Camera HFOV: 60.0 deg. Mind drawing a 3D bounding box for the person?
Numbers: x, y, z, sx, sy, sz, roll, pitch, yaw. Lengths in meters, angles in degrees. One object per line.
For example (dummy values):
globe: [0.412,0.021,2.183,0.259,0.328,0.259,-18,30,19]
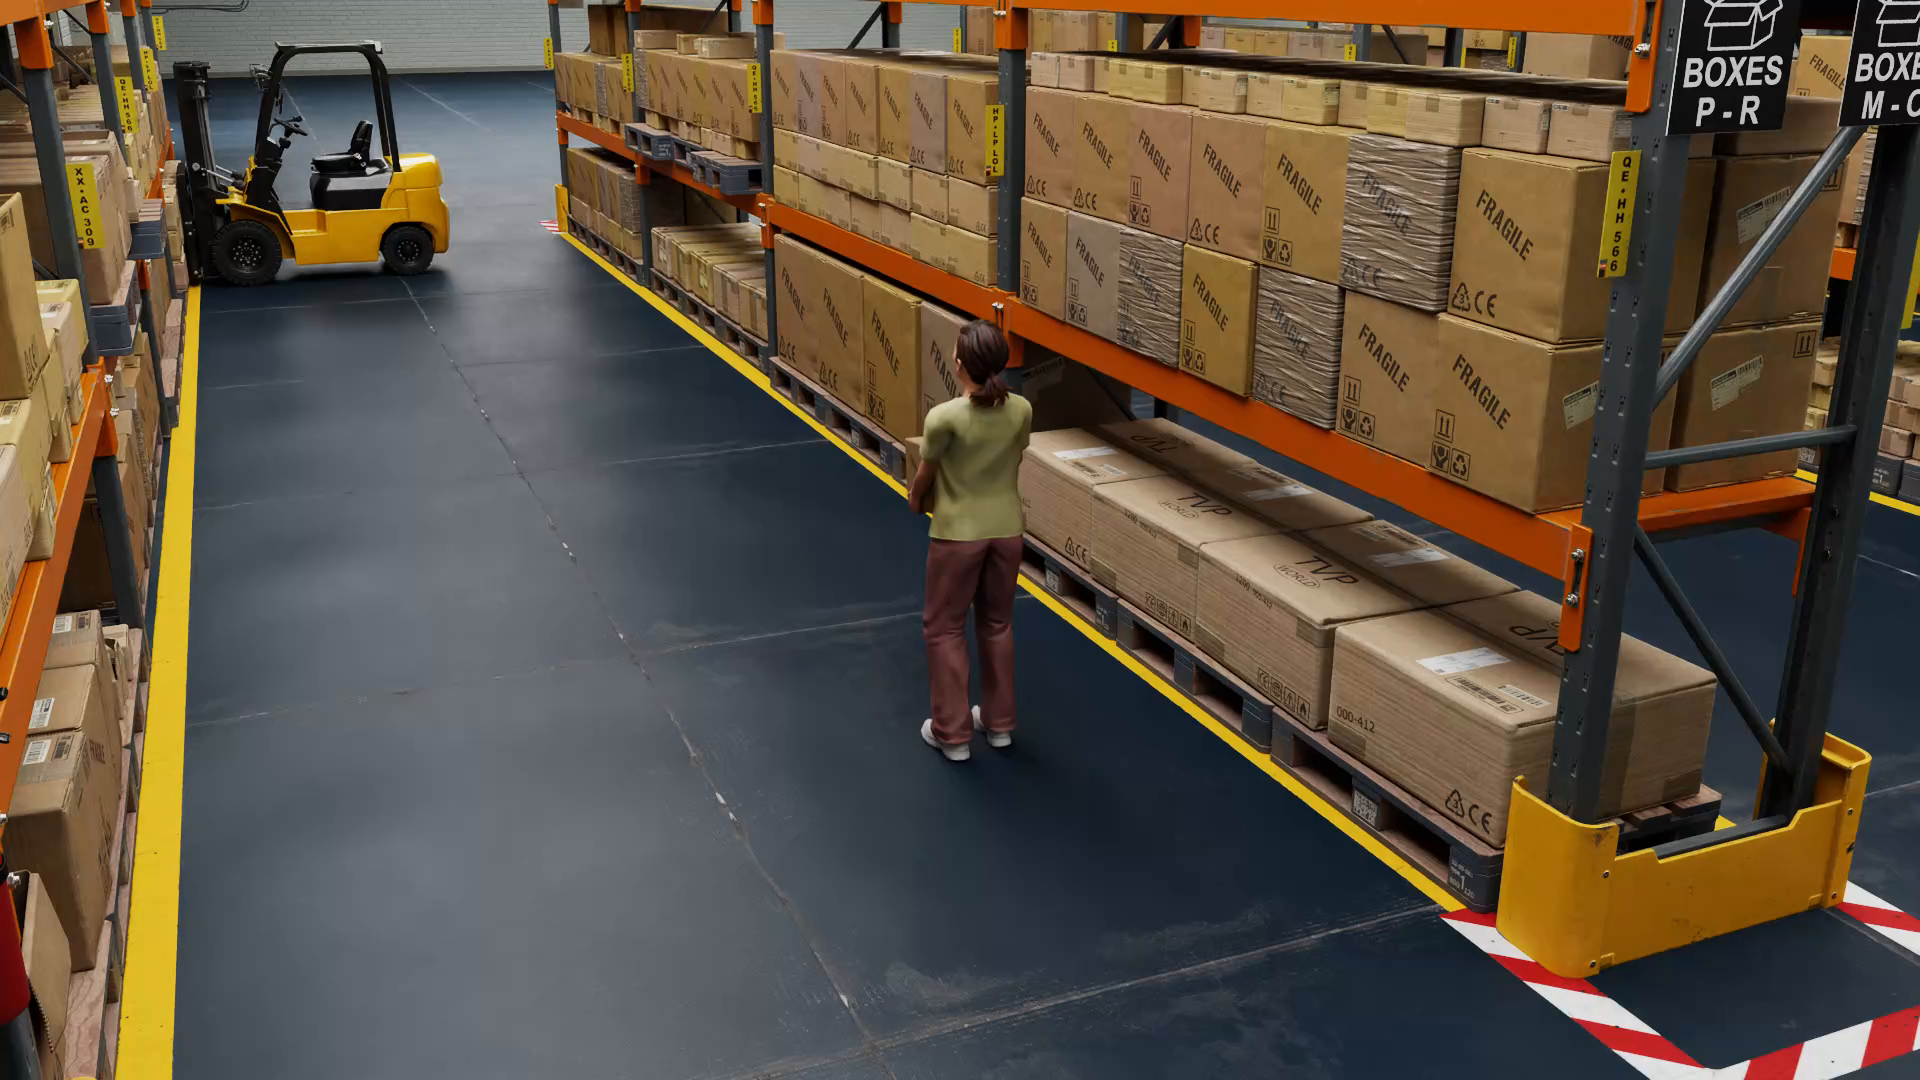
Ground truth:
person: [0.028,-0.015,6.124,0.428,1.663,0.558,-8,20,-22]
